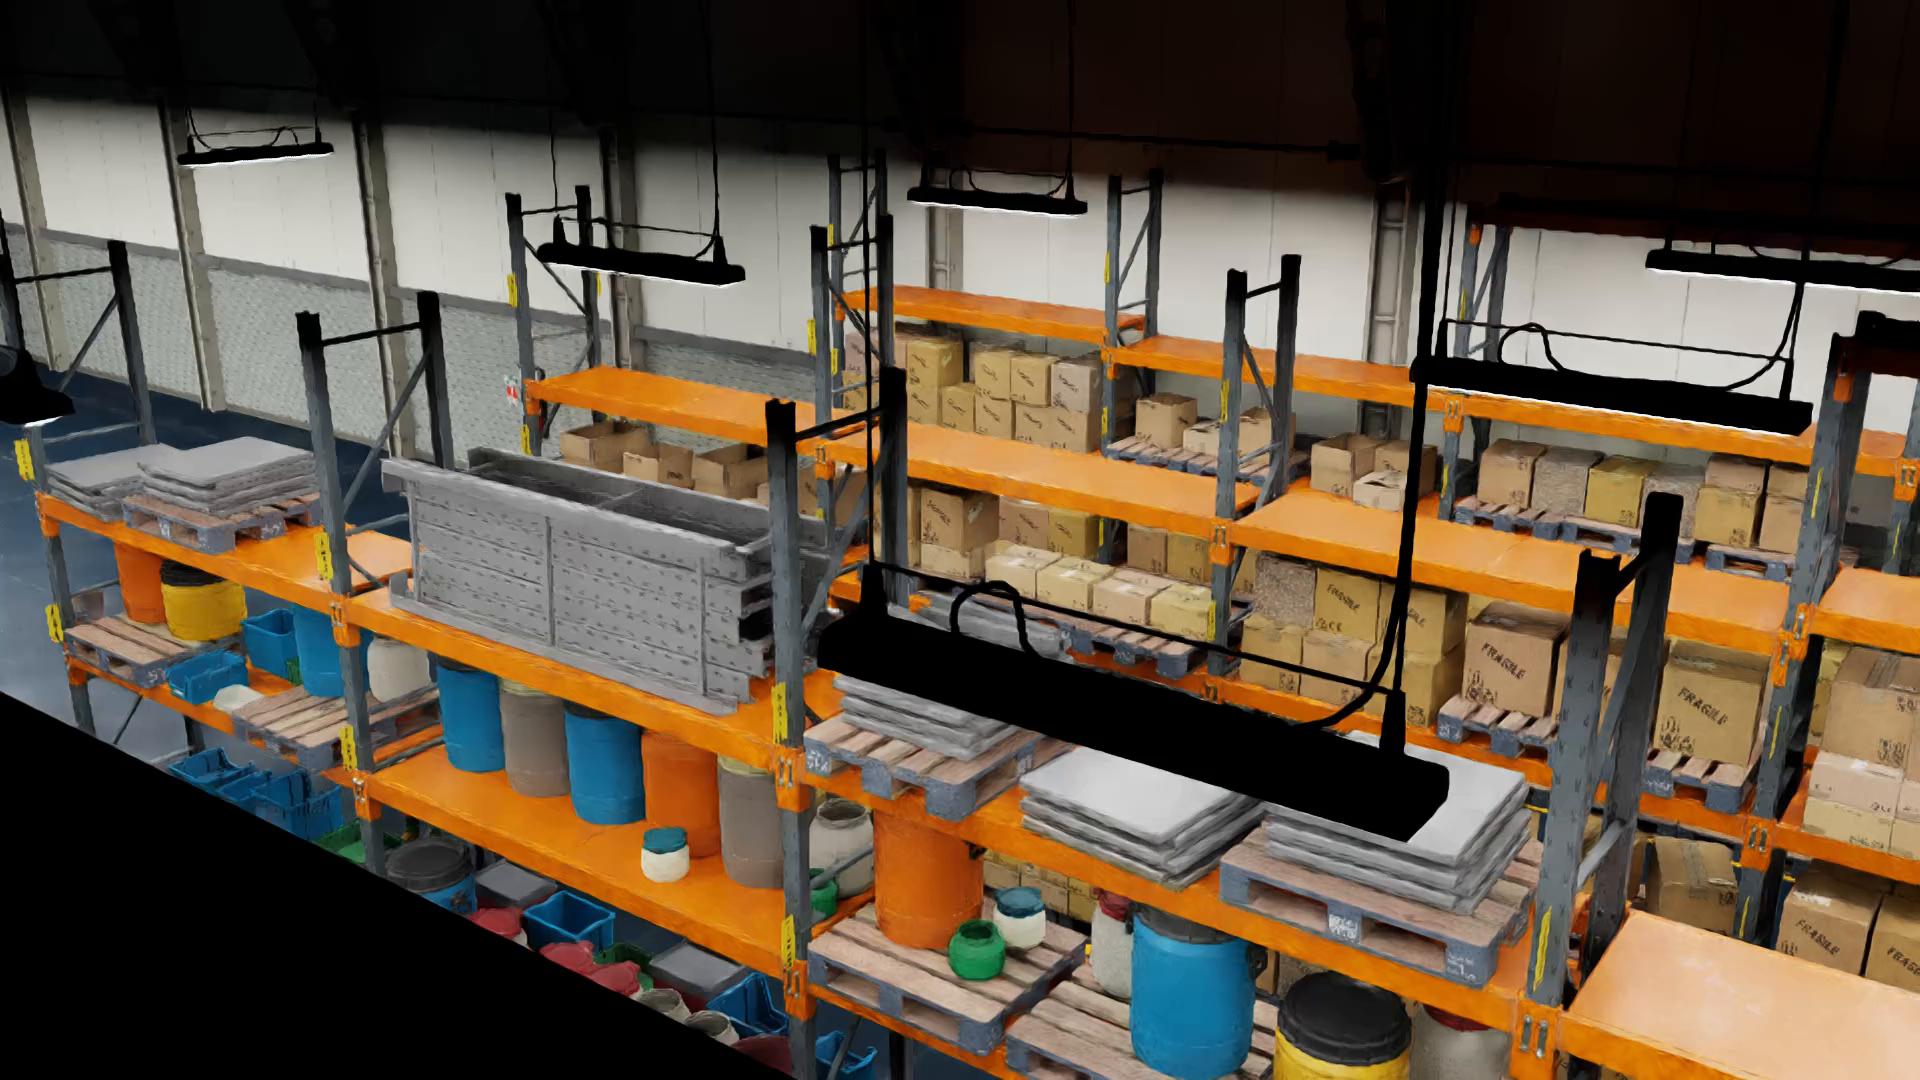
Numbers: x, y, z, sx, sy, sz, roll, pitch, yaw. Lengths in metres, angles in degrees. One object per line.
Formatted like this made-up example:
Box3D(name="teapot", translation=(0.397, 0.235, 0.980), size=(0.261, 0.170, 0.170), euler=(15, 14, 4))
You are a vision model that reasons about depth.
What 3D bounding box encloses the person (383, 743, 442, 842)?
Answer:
Box3D(name="person", translation=(-5.254, 2.123, 15.916), size=(0.605, 1.781, 0.451), euler=(2, 19, 6))
